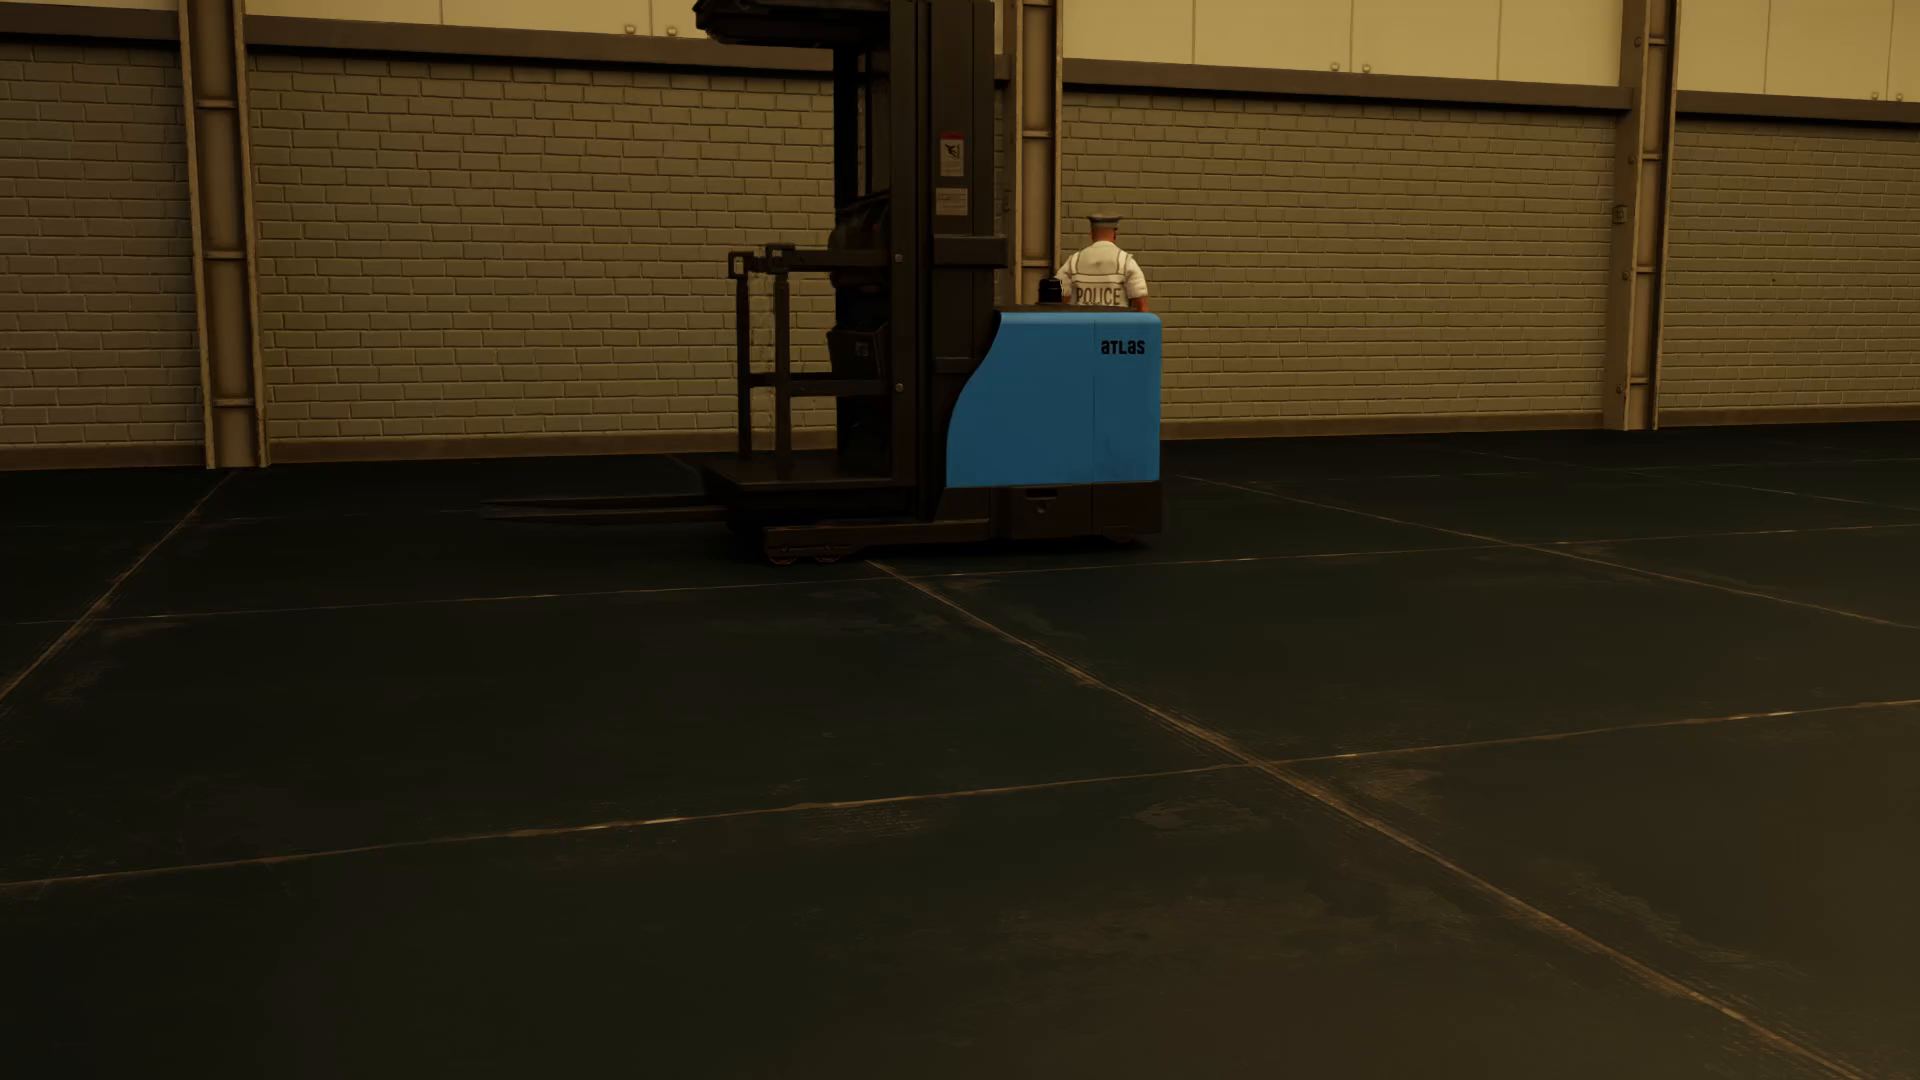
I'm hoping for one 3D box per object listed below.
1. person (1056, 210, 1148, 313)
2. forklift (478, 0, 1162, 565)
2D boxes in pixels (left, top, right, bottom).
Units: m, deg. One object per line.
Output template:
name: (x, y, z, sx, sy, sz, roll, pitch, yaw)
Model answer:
person: (0.932, -1.256, 10.863, 0.650, 1.771, 0.496, 2, 8, 17)
forklift: (-0.643, -1.423, 7.510, 3.031, 2.935, 1.130, -2, 8, -17)
